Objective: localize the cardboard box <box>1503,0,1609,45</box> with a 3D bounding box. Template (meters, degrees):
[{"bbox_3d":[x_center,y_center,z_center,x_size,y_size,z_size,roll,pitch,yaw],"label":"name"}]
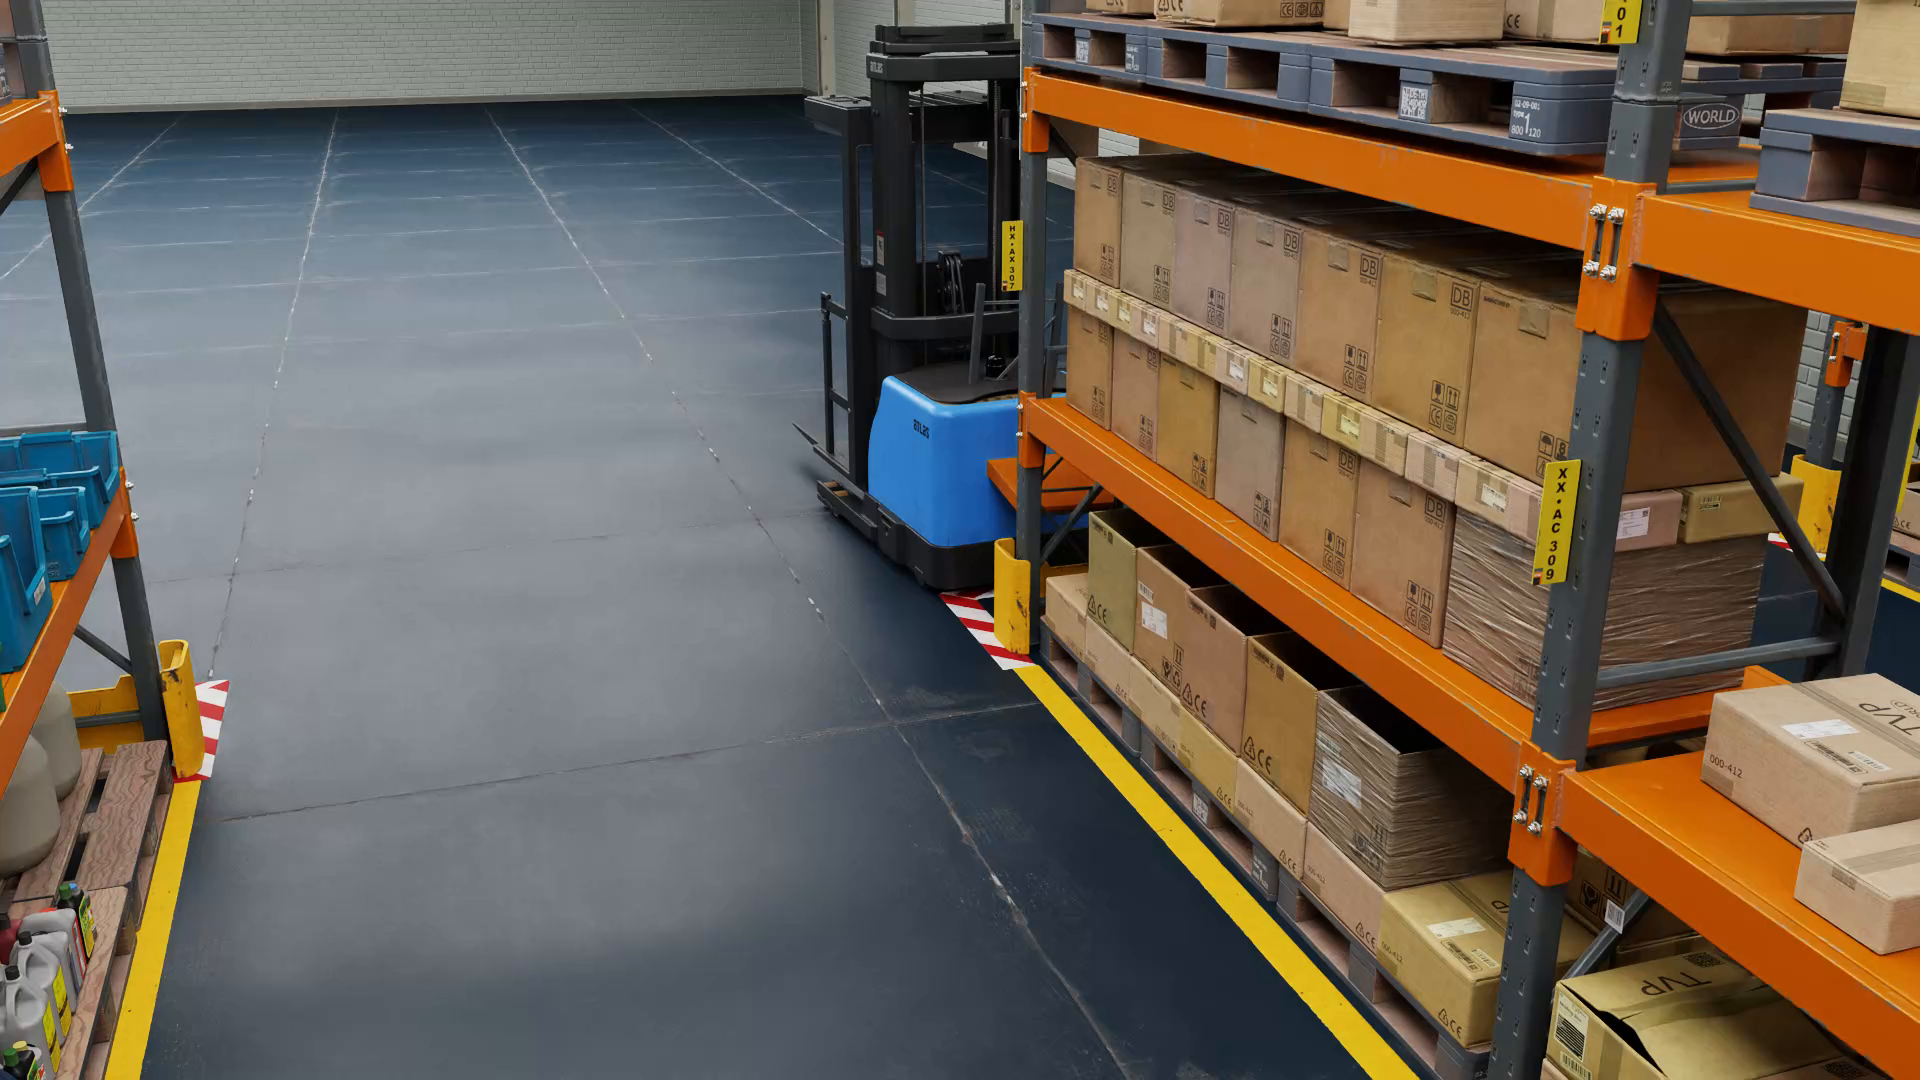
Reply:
[{"bbox_3d":[1.954,-1.653,4.948,0.500,0.311,0.500,-8,21,-20],"label":"cardboard box"}]

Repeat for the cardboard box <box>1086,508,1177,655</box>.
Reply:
[{"bbox_3d":[0.890,0.159,7.374,0.500,0.500,0.500,-6,21,-17],"label":"cardboard box"}]

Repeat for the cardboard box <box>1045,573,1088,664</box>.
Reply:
[{"bbox_3d":[0.731,0.351,7.947,0.500,0.250,0.500,-6,21,-17],"label":"cardboard box"}]

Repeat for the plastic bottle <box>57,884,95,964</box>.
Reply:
[{"bbox_3d":[-2.882,1.234,5.411,0.061,0.283,0.133,-6,21,-16],"label":"plastic bottle"}]

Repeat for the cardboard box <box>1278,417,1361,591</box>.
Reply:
[{"bbox_3d":[1.560,-0.176,5.821,0.700,0.500,0.500,-6,21,-16],"label":"cardboard box"}]

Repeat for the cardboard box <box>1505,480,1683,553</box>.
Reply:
[{"bbox_3d":[1.743,-0.074,4.577,0.380,0.149,0.250,-6,21,-17],"label":"cardboard box"}]

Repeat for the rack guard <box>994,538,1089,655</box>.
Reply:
[{"bbox_3d":[0.767,0.228,8.542,1.175,0.500,0.348,-6,21,-17],"label":"rack guard"}]

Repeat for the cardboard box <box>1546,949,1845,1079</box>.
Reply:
[{"bbox_3d":[1.925,1.334,4.381,0.500,0.311,0.500,-6,21,-17],"label":"cardboard box"}]

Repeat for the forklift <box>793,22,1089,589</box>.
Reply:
[{"bbox_3d":[-0.250,-1.573,9.960,1.130,2.935,3.031,-8,21,-22],"label":"forklift"}]

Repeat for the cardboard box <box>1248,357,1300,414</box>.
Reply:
[{"bbox_3d":[1.259,-0.566,5.949,0.380,0.149,0.250,-6,21,-15],"label":"cardboard box"}]

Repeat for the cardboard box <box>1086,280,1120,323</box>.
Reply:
[{"bbox_3d":[0.779,-1.060,7.322,0.380,0.149,0.250,-7,21,-19],"label":"cardboard box"}]

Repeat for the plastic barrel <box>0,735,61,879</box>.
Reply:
[{"bbox_3d":[-3.492,0.922,5.973,0.421,0.512,0.421,0,20,0],"label":"plastic barrel"}]

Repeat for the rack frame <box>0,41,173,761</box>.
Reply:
[{"bbox_3d":[-3.929,-0.416,6.636,1.000,3.000,0.127,-6,21,-17],"label":"rack frame"}]

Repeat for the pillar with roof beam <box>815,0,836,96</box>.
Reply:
[{"bbox_3d":[-6.999,-13.329,33.713,9.100,9.000,0.400,-6,21,-17],"label":"pillar with roof beam"}]

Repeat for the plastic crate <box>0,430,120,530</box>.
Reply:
[{"bbox_3d":[-3.488,-0.217,6.303,0.499,0.251,0.616,-6,21,-17],"label":"plastic crate"}]

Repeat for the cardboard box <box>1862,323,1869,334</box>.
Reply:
[{"bbox_3d":[5.328,-1.217,9.059,0.500,0.250,0.500,-7,21,-19],"label":"cardboard box"}]

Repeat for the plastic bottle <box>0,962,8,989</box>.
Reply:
[{"bbox_3d":[-2.952,1.385,5.113,0.097,0.201,0.097,0,20,0],"label":"plastic bottle"}]

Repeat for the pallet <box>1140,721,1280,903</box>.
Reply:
[{"bbox_3d":[1.434,1.003,6.811,1.003,0.211,1.213,-6,21,-17],"label":"pallet"}]

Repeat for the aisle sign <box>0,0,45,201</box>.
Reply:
[{"bbox_3d":[-3.670,-1.694,6.349,0.394,0.787,0.004,-6,21,-17],"label":"aisle sign"}]

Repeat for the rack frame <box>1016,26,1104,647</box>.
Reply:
[{"bbox_3d":[0.774,-0.941,8.098,1.000,3.000,0.127,-6,21,-17],"label":"rack frame"}]

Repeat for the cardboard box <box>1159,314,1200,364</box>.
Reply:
[{"bbox_3d":[1.019,-0.813,6.635,0.380,0.149,0.250,-7,21,-19],"label":"cardboard box"}]

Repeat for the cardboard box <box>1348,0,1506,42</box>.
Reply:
[{"bbox_3d":[1.393,-1.572,4.962,0.380,0.149,0.250,-6,21,-17],"label":"cardboard box"}]

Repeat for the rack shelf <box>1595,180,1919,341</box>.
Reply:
[{"bbox_3d":[2.660,-0.088,2.352,1.077,0.370,4.000,-6,21,-17],"label":"rack shelf"}]

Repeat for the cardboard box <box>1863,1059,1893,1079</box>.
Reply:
[{"bbox_3d":[2.600,1.441,4.083,0.500,0.311,0.500,-6,21,-16],"label":"cardboard box"}]

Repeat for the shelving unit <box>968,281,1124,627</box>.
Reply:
[{"bbox_3d":[0.435,-0.468,8.729,0.587,1.500,1.083,-4,27,-19],"label":"shelving unit"}]

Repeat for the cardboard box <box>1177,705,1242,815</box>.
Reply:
[{"bbox_3d":[1.201,0.833,6.606,0.500,0.250,0.500,-6,21,-17],"label":"cardboard box"}]

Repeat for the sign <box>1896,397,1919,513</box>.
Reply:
[{"bbox_3d":[2.543,-0.226,4.511,0.100,0.325,0.005,-6,21,-17],"label":"sign"}]

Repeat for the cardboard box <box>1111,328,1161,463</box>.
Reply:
[{"bbox_3d":[1.078,-0.669,7.193,0.700,0.500,0.500,-6,21,-16],"label":"cardboard box"}]

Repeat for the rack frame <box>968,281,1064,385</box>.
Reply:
[{"bbox_3d":[0.271,-0.692,9.165,0.500,1.500,0.032,-4,27,-19],"label":"rack frame"}]

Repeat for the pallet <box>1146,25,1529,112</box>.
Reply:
[{"bbox_3d":[1.359,-1.689,5.875,1.003,0.211,1.213,-6,21,-17],"label":"pallet"}]

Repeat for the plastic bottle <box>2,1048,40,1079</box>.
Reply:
[{"bbox_3d":[-2.604,1.518,4.620,0.061,0.283,0.133,-5,20,-15],"label":"plastic bottle"}]

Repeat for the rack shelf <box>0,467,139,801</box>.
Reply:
[{"bbox_3d":[-3.301,0.565,4.971,1.077,0.370,4.000,-6,21,-17],"label":"rack shelf"}]

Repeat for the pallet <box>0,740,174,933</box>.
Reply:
[{"bbox_3d":[-3.611,1.177,6.326,1.003,0.211,1.213,-6,21,-17],"label":"pallet"}]

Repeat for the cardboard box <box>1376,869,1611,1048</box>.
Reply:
[{"bbox_3d":[1.678,1.314,5.268,0.500,0.250,0.500,-6,21,-17],"label":"cardboard box"}]

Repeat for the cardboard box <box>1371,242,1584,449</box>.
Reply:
[{"bbox_3d":[1.726,-0.618,5.134,0.700,0.500,0.500,-6,21,-17],"label":"cardboard box"}]

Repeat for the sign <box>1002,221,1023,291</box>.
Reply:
[{"bbox_3d":[0.245,-1.328,7.780,0.100,0.325,0.005,-6,21,-17],"label":"sign"}]

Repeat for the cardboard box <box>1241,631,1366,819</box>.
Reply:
[{"bbox_3d":[1.371,0.639,6.037,0.500,0.500,0.500,-6,21,-17],"label":"cardboard box"}]

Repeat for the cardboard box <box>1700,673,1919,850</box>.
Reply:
[{"bbox_3d":[2.228,0.567,4.123,0.500,0.250,0.500,-5,20,-14],"label":"cardboard box"}]

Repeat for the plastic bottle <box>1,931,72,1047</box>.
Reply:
[{"bbox_3d":[-2.783,1.348,4.994,0.144,0.351,0.185,-6,20,-15],"label":"plastic bottle"}]

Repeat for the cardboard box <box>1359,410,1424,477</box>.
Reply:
[{"bbox_3d":[1.498,-0.321,5.267,0.380,0.149,0.250,-6,21,-17],"label":"cardboard box"}]

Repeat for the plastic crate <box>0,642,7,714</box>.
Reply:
[{"bbox_3d":[-2.831,0.502,4.395,0.450,0.188,0.662,-6,21,-17],"label":"plastic crate"}]

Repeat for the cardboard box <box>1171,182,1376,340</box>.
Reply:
[{"bbox_3d":[1.255,-1.100,6.475,0.700,0.500,0.500,-6,21,-17],"label":"cardboard box"}]
